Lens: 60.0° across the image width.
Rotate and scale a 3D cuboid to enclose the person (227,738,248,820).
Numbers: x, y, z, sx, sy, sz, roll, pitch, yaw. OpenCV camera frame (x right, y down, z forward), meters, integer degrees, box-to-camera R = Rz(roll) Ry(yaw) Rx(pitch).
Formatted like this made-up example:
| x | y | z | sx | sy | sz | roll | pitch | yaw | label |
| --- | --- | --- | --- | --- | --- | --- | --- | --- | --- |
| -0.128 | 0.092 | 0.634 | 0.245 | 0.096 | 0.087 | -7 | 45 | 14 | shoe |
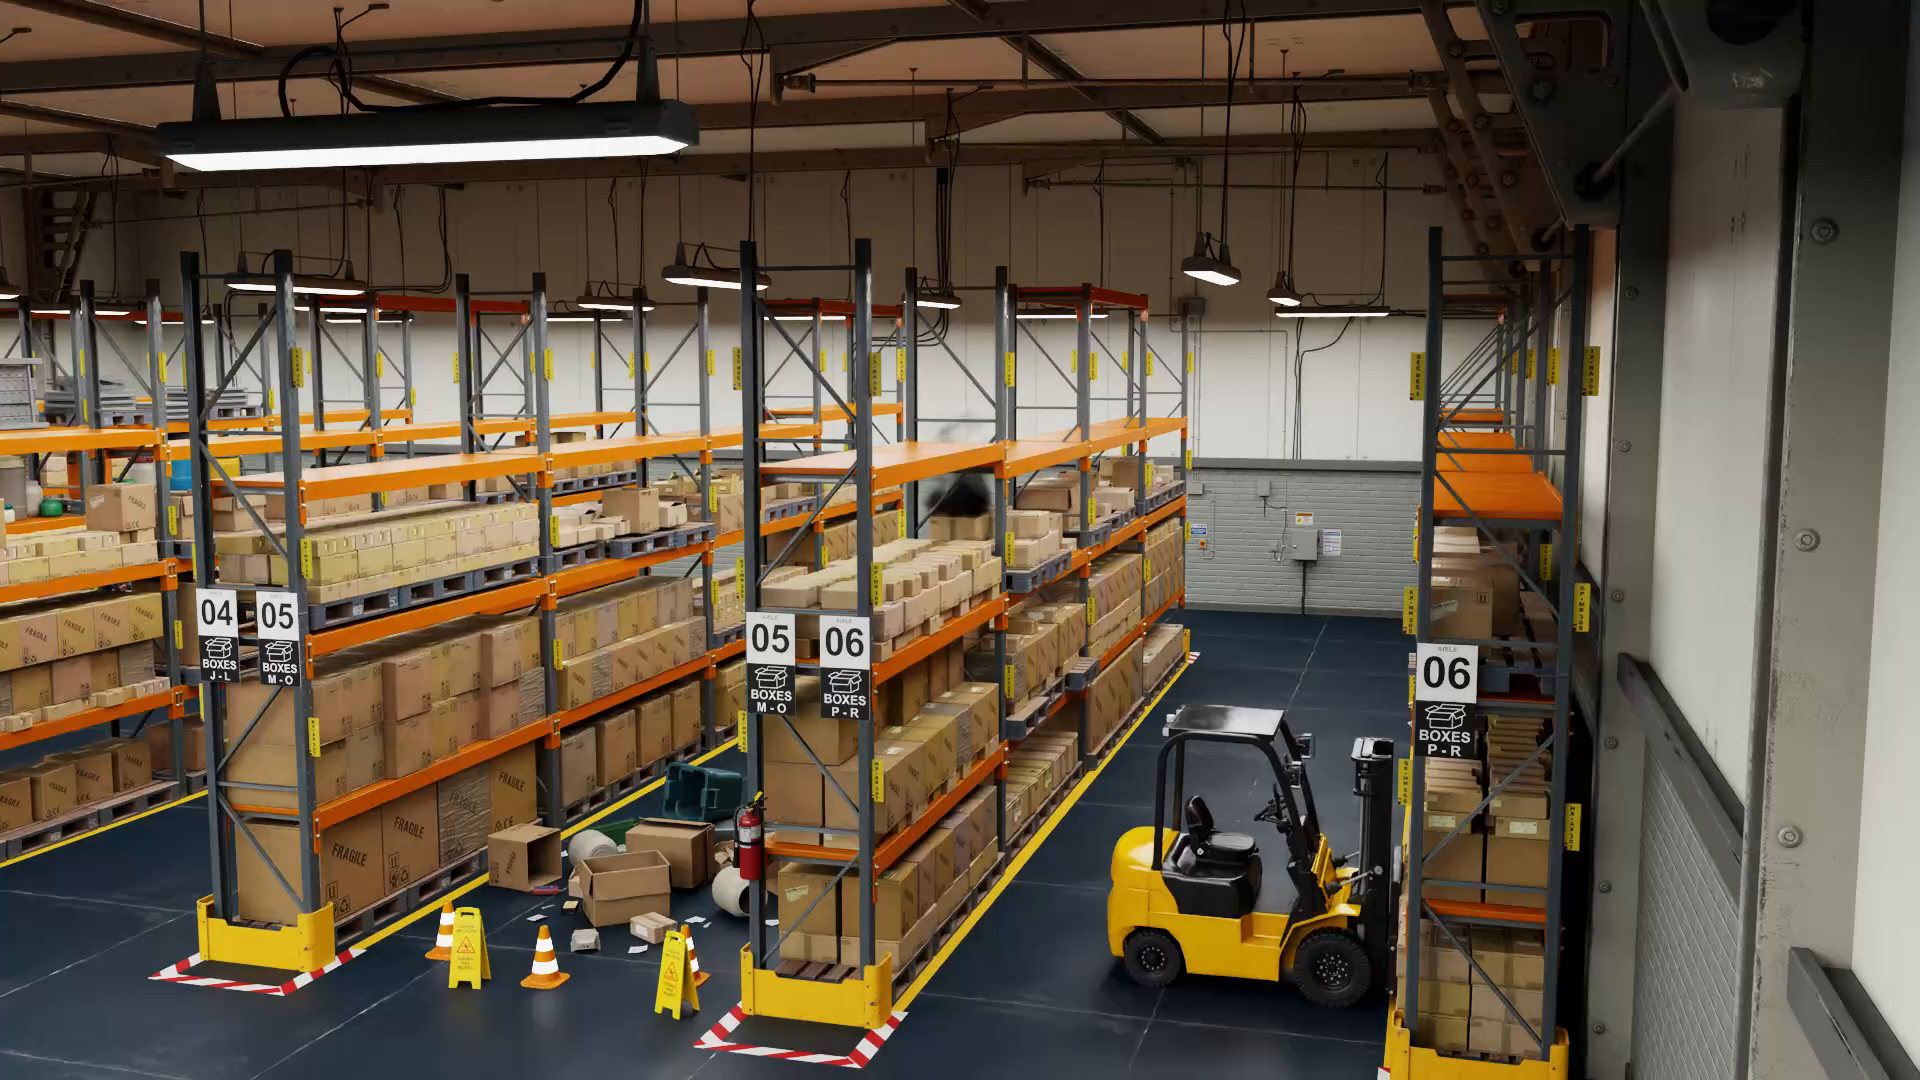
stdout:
| x | y | z | sx | sy | sz | roll | pitch | yaw | label |
| --- | --- | --- | --- | --- | --- | --- | --- | --- | --- |
| -7.079 | 2.446 | 16.665 | 0.693 | 1.724 | 0.575 | 1 | 6 | 6 | person |
